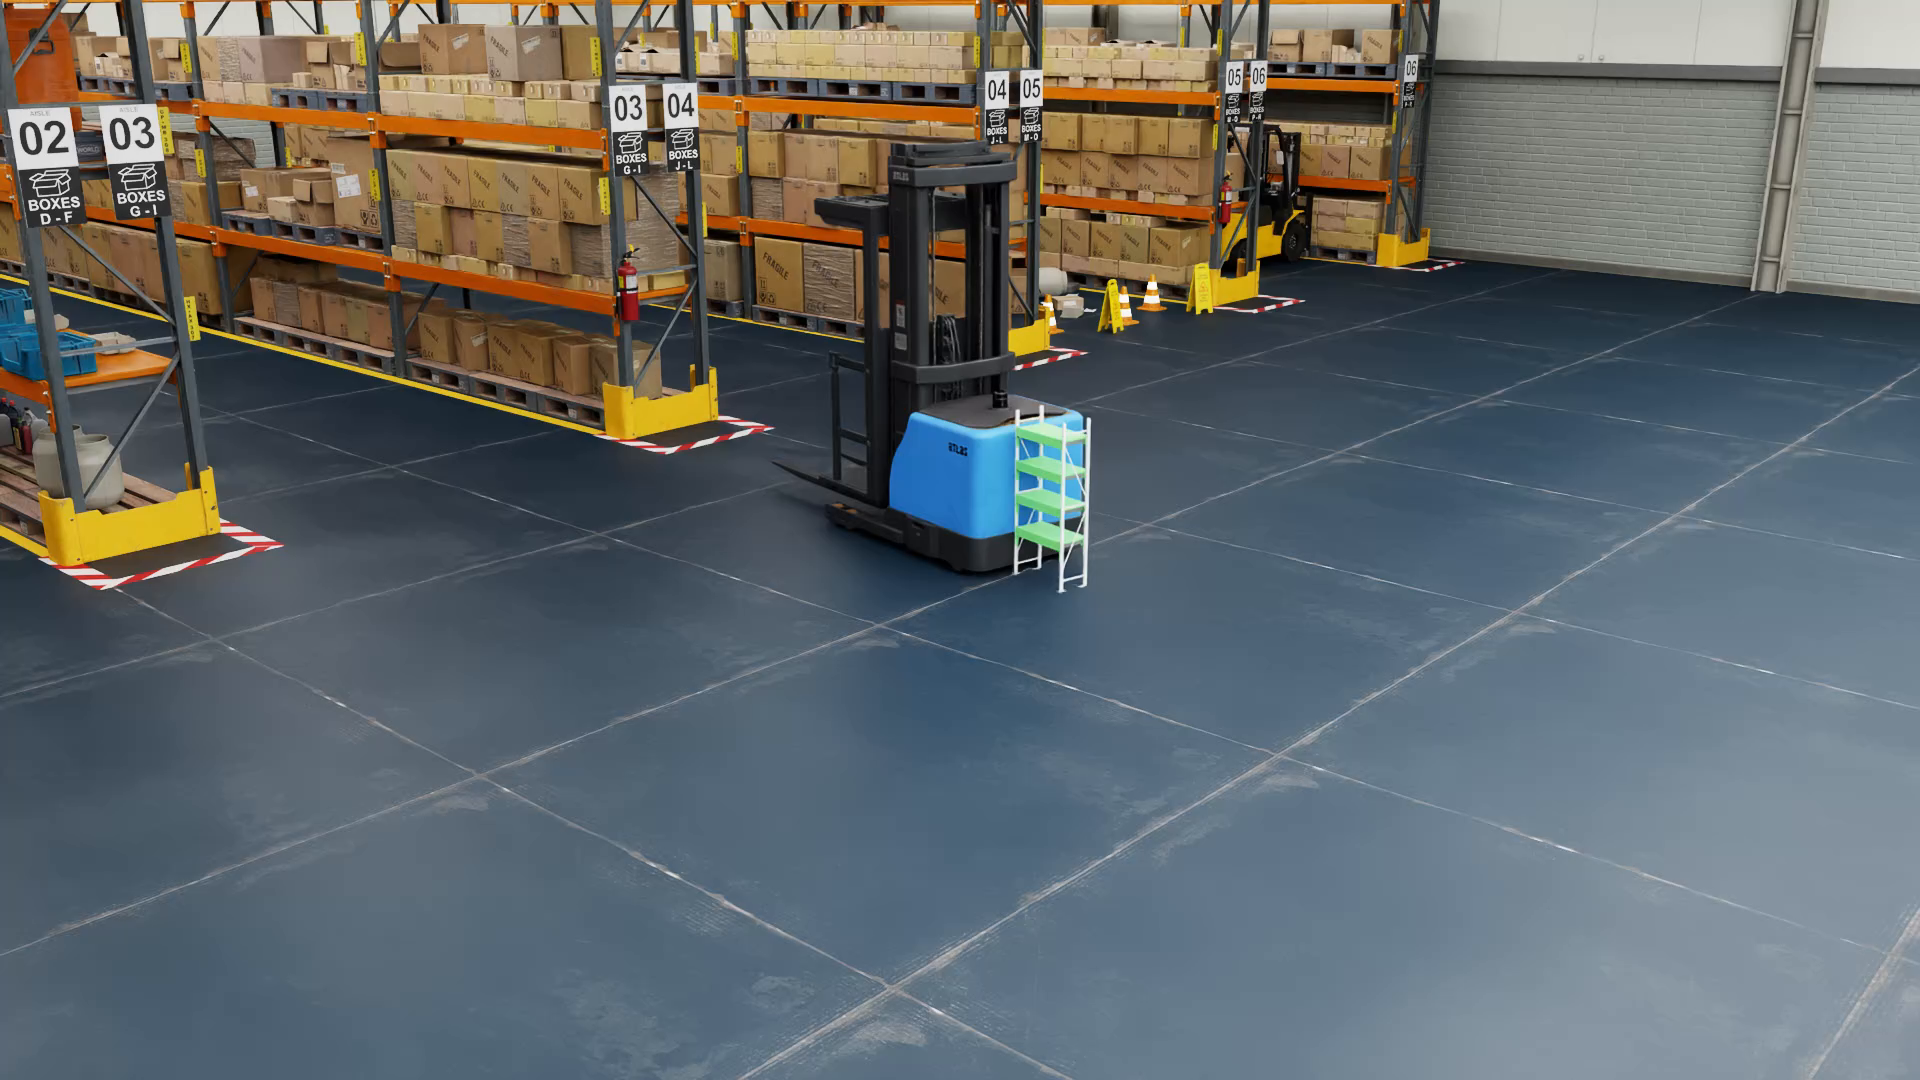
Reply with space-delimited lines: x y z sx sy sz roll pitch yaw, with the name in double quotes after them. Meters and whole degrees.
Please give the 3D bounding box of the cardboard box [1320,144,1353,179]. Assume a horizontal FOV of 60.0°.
6.134 -6.072 26.619 0.500 0.500 0.500 16 24 41 "cardboard box"

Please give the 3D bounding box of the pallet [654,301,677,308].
-3.979 -3.471 23.200 1.213 0.211 1.003 15 23 39 "pallet"

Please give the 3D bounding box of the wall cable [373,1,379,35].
-12.642 -11.905 35.247 0.029 3.000 0.463 15 23 39 "wall cable"

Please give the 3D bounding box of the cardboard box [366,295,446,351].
-6.248 -2.462 18.815 0.500 0.500 0.700 13 22 35 "cardboard box"

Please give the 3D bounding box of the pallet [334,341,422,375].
-6.387 -2.142 19.013 1.213 0.211 1.003 15 23 39 "pallet"

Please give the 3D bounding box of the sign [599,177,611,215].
-3.195 -3.093 14.963 0.005 0.325 0.100 15 23 39 "sign"

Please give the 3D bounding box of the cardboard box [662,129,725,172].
-3.575 -5.244 22.360 0.500 0.500 0.700 15 23 40 "cardboard box"

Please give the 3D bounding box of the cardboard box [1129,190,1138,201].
2.593 -4.872 23.419 0.250 0.149 0.380 15 23 40 "cardboard box"

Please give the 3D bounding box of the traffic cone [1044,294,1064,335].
1.102 -2.833 20.773 0.334 0.463 0.336 15 23 39 "traffic cone"

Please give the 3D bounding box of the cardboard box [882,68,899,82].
-0.679 -5.367 19.160 0.250 0.149 0.380 15 23 38 "cardboard box"

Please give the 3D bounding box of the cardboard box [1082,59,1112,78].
2.059 -6.602 23.252 0.500 0.250 0.500 15 23 40 "cardboard box"

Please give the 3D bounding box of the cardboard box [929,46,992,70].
0.005 -5.397 18.597 0.500 0.250 0.500 15 23 40 "cardboard box"

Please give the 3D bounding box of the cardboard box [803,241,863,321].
-1.335 -3.283 20.815 0.875 0.875 0.875 15 23 40 "cardboard box"

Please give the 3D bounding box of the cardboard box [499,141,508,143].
-6.813 -6.036 25.409 0.250 0.149 0.380 15 23 39 "cardboard box"

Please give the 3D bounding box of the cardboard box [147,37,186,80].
-10.003 -6.056 20.916 0.500 0.500 0.500 17 24 42 "cardboard box"

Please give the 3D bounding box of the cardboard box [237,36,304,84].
-7.857 -5.480 18.969 0.500 0.500 0.500 14 22 38 "cardboard box"

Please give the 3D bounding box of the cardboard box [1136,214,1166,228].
2.675 -4.471 23.280 0.250 0.149 0.380 16 24 41 "cardboard box"

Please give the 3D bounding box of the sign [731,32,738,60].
-2.788 -6.119 20.600 0.005 0.325 0.100 15 23 39 "sign"

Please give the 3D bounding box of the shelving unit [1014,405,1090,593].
0.633 -0.287 11.532 0.258 1.200 0.503 -13 22 -36 "shelving unit"

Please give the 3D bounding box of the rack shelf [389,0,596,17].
-6.923 -7.948 24.630 4.000 0.370 1.077 15 23 39 "rack shelf"

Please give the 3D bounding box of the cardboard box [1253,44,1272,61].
4.975 -7.928 27.038 0.258 0.266 0.396 14 23 38 "cardboard box"

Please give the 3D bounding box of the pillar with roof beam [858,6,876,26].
-4.697 -10.517 30.874 0.400 9.000 9.100 15 23 39 "pillar with roof beam"

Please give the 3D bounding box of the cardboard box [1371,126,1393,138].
6.650 -6.401 26.093 0.250 0.149 0.380 15 23 39 "cardboard box"

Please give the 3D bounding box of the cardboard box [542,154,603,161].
-3.786 -3.553 16.537 0.500 0.500 0.500 15 23 39 "cardboard box"

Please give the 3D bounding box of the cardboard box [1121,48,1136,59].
2.435 -6.725 22.982 0.250 0.149 0.380 14 22 38 "cardboard box"

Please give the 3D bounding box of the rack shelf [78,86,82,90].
-13.283 -6.410 24.082 4.000 0.370 1.077 15 23 39 "rack shelf"

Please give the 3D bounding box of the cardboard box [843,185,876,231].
-0.937 -4.093 20.303 0.500 0.550 0.875 15 23 39 "cardboard box"

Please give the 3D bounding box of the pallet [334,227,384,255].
-6.279 -3.410 18.716 1.213 0.211 1.003 15 23 39 "pallet"

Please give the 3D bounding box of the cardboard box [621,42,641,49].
-5.899 -8.833 29.890 0.258 0.266 0.396 16 24 41 "cardboard box"

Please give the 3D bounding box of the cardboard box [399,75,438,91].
-5.521 -4.691 17.063 0.250 0.149 0.380 14 22 37 "cardboard box"

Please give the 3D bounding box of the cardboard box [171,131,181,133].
-10.798 -5.181 22.154 0.637 0.503 0.797 15 23 40 "cardboard box"

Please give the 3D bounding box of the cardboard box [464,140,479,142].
-7.462 -5.945 25.123 0.250 0.149 0.380 16 24 41 "cardboard box"

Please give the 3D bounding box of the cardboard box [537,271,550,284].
-3.906 -2.605 16.277 0.250 0.149 0.380 15 23 39 "cardboard box"

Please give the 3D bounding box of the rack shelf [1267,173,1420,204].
5.562 -5.937 27.549 4.000 0.370 1.077 15 23 39 "rack shelf"

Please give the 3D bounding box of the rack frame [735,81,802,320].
-2.436 -4.417 21.572 0.127 3.000 1.000 15 23 39 "rack frame"

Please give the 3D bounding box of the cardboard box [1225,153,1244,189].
3.596 -5.102 23.071 0.500 0.500 0.500 15 23 38 "cardboard box"

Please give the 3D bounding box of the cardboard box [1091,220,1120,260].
2.229 -4.310 23.846 0.500 0.500 0.500 14 23 38 "cardboard box"

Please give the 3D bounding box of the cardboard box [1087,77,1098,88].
2.000 -6.439 23.399 0.250 0.149 0.380 15 23 40 "cardboard box"

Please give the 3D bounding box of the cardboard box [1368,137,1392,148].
6.613 -6.241 26.082 0.250 0.149 0.380 15 23 40 "cardboard box"

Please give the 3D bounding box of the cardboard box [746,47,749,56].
-3.480 -8.124 27.820 0.258 0.266 0.396 14 23 38 "cardboard box"

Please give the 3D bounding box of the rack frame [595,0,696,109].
-2.812 -5.372 14.662 0.127 3.000 1.000 15 23 39 "rack frame"

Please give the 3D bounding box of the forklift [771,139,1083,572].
-0.397 -1.552 12.656 1.130 2.935 3.031 -13 22 -36 "forklift"

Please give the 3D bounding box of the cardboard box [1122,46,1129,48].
2.379 -6.944 23.671 0.250 0.149 0.380 15 23 40 "cardboard box"

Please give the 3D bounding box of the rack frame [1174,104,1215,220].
4.066 -6.681 28.706 0.127 3.000 1.000 15 23 39 "rack frame"

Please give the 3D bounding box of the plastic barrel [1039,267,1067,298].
1.216 -3.599 23.251 0.512 0.421 0.421 -3 18 -8 "plastic barrel"

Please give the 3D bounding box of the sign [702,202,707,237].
-2.452 -3.048 15.825 0.005 0.325 0.100 15 23 39 "sign"

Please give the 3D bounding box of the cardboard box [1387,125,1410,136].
6.949 -6.493 26.382 0.250 0.149 0.380 14 23 38 "cardboard box"

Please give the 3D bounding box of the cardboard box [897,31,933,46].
-0.493 -5.697 18.881 0.250 0.149 0.380 16 23 40 "cardboard box"

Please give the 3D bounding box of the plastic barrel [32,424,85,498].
-7.017 -0.622 13.030 0.421 0.512 0.421 0 18 0 "plastic barrel"

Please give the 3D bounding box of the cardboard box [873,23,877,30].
-1.643 -10.139 33.020 0.258 0.266 0.396 15 23 38 "cardboard box"

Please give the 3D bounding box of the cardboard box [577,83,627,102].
-3.226 -4.046 15.031 0.250 0.149 0.380 15 23 39 "cardboard box"

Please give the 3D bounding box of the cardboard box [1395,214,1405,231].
6.844 -5.148 26.897 0.500 0.250 0.500 16 23 40 "cardboard box"

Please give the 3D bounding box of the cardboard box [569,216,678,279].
-3.205 -2.818 15.877 0.500 0.500 0.875 15 23 39 "cardboard box"

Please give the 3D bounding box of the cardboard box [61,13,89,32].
-12.486 -7.195 23.100 0.500 0.250 0.500 13 22 36 "cardboard box"

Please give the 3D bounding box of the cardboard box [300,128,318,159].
-10.841 -6.762 28.302 0.500 0.500 0.500 15 23 39 "cardboard box"

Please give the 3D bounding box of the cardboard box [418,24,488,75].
-5.298 -5.140 17.408 0.500 0.500 0.500 14 22 38 "cardboard box"
